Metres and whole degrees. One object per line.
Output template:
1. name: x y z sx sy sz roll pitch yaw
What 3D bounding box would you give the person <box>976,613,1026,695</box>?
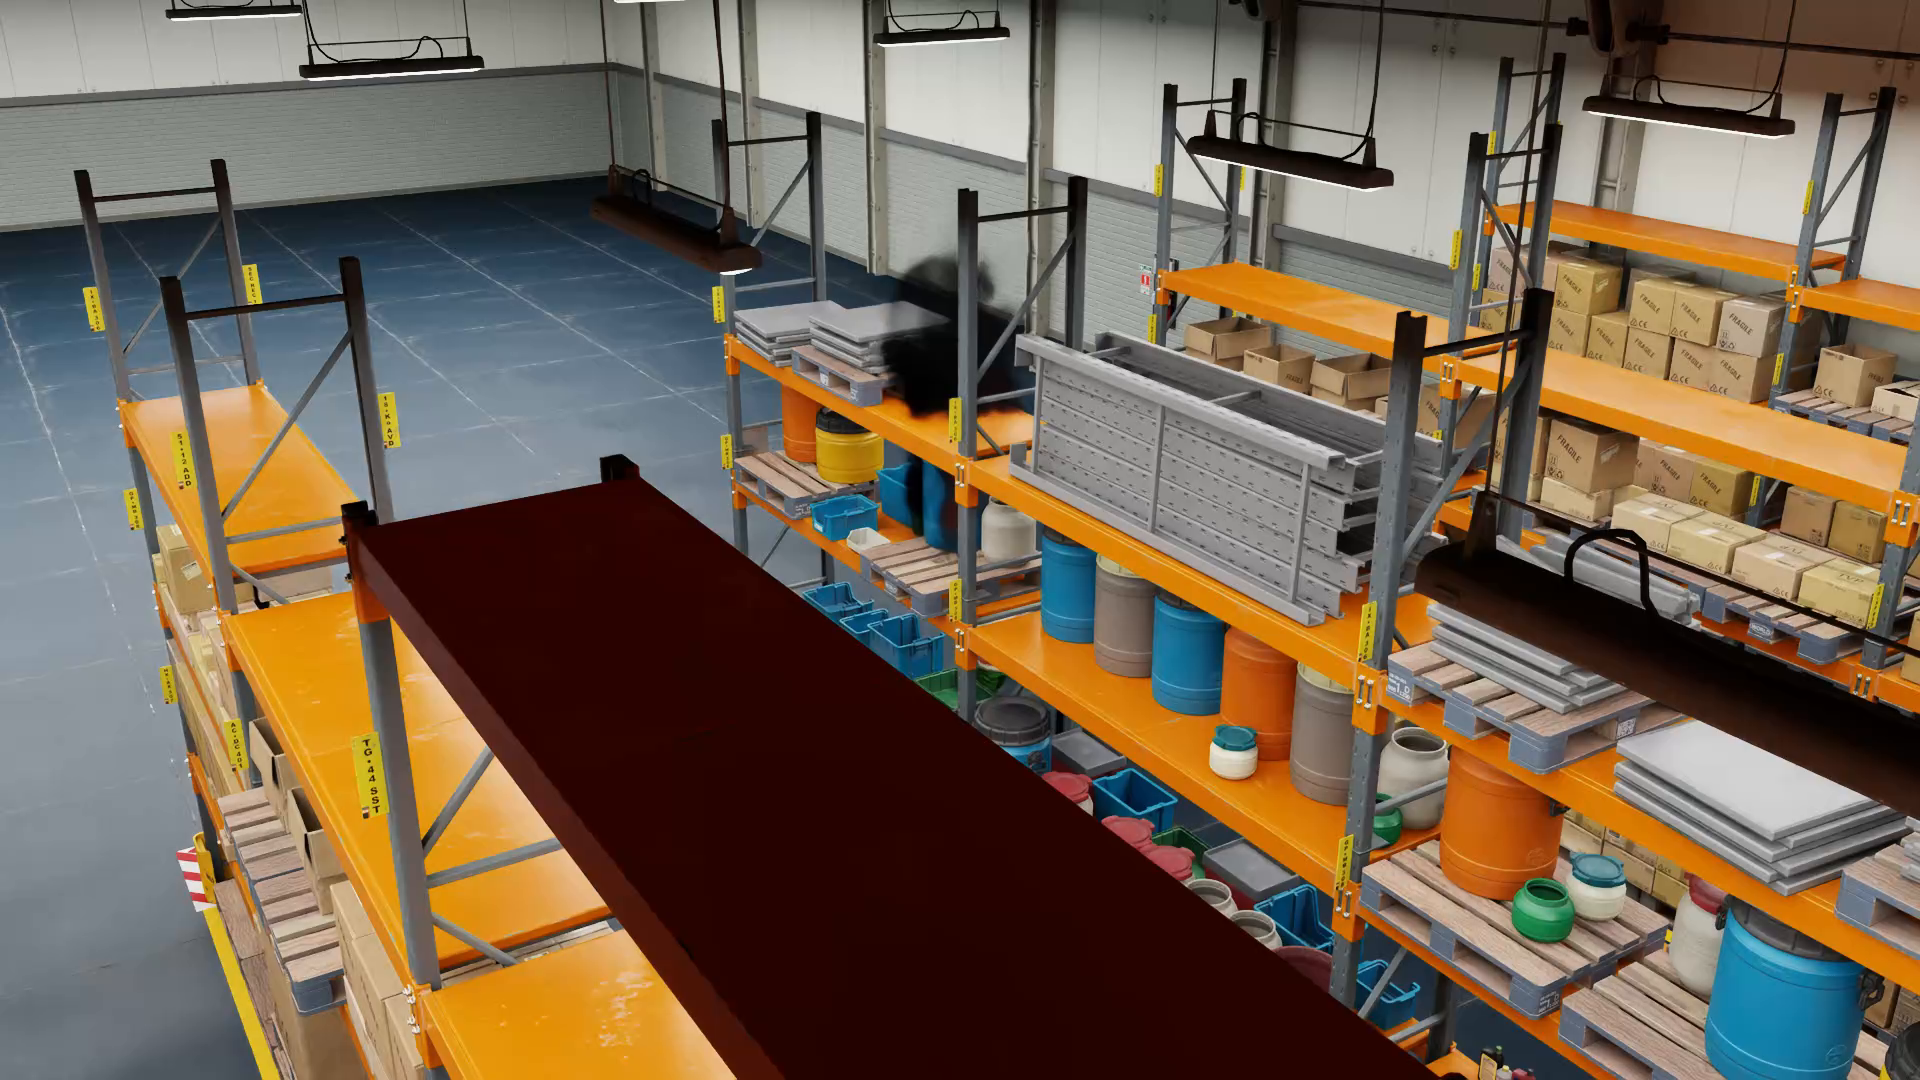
1. person: 0.349 1.198 15.999 0.667 1.768 0.963 -15 26 -32
